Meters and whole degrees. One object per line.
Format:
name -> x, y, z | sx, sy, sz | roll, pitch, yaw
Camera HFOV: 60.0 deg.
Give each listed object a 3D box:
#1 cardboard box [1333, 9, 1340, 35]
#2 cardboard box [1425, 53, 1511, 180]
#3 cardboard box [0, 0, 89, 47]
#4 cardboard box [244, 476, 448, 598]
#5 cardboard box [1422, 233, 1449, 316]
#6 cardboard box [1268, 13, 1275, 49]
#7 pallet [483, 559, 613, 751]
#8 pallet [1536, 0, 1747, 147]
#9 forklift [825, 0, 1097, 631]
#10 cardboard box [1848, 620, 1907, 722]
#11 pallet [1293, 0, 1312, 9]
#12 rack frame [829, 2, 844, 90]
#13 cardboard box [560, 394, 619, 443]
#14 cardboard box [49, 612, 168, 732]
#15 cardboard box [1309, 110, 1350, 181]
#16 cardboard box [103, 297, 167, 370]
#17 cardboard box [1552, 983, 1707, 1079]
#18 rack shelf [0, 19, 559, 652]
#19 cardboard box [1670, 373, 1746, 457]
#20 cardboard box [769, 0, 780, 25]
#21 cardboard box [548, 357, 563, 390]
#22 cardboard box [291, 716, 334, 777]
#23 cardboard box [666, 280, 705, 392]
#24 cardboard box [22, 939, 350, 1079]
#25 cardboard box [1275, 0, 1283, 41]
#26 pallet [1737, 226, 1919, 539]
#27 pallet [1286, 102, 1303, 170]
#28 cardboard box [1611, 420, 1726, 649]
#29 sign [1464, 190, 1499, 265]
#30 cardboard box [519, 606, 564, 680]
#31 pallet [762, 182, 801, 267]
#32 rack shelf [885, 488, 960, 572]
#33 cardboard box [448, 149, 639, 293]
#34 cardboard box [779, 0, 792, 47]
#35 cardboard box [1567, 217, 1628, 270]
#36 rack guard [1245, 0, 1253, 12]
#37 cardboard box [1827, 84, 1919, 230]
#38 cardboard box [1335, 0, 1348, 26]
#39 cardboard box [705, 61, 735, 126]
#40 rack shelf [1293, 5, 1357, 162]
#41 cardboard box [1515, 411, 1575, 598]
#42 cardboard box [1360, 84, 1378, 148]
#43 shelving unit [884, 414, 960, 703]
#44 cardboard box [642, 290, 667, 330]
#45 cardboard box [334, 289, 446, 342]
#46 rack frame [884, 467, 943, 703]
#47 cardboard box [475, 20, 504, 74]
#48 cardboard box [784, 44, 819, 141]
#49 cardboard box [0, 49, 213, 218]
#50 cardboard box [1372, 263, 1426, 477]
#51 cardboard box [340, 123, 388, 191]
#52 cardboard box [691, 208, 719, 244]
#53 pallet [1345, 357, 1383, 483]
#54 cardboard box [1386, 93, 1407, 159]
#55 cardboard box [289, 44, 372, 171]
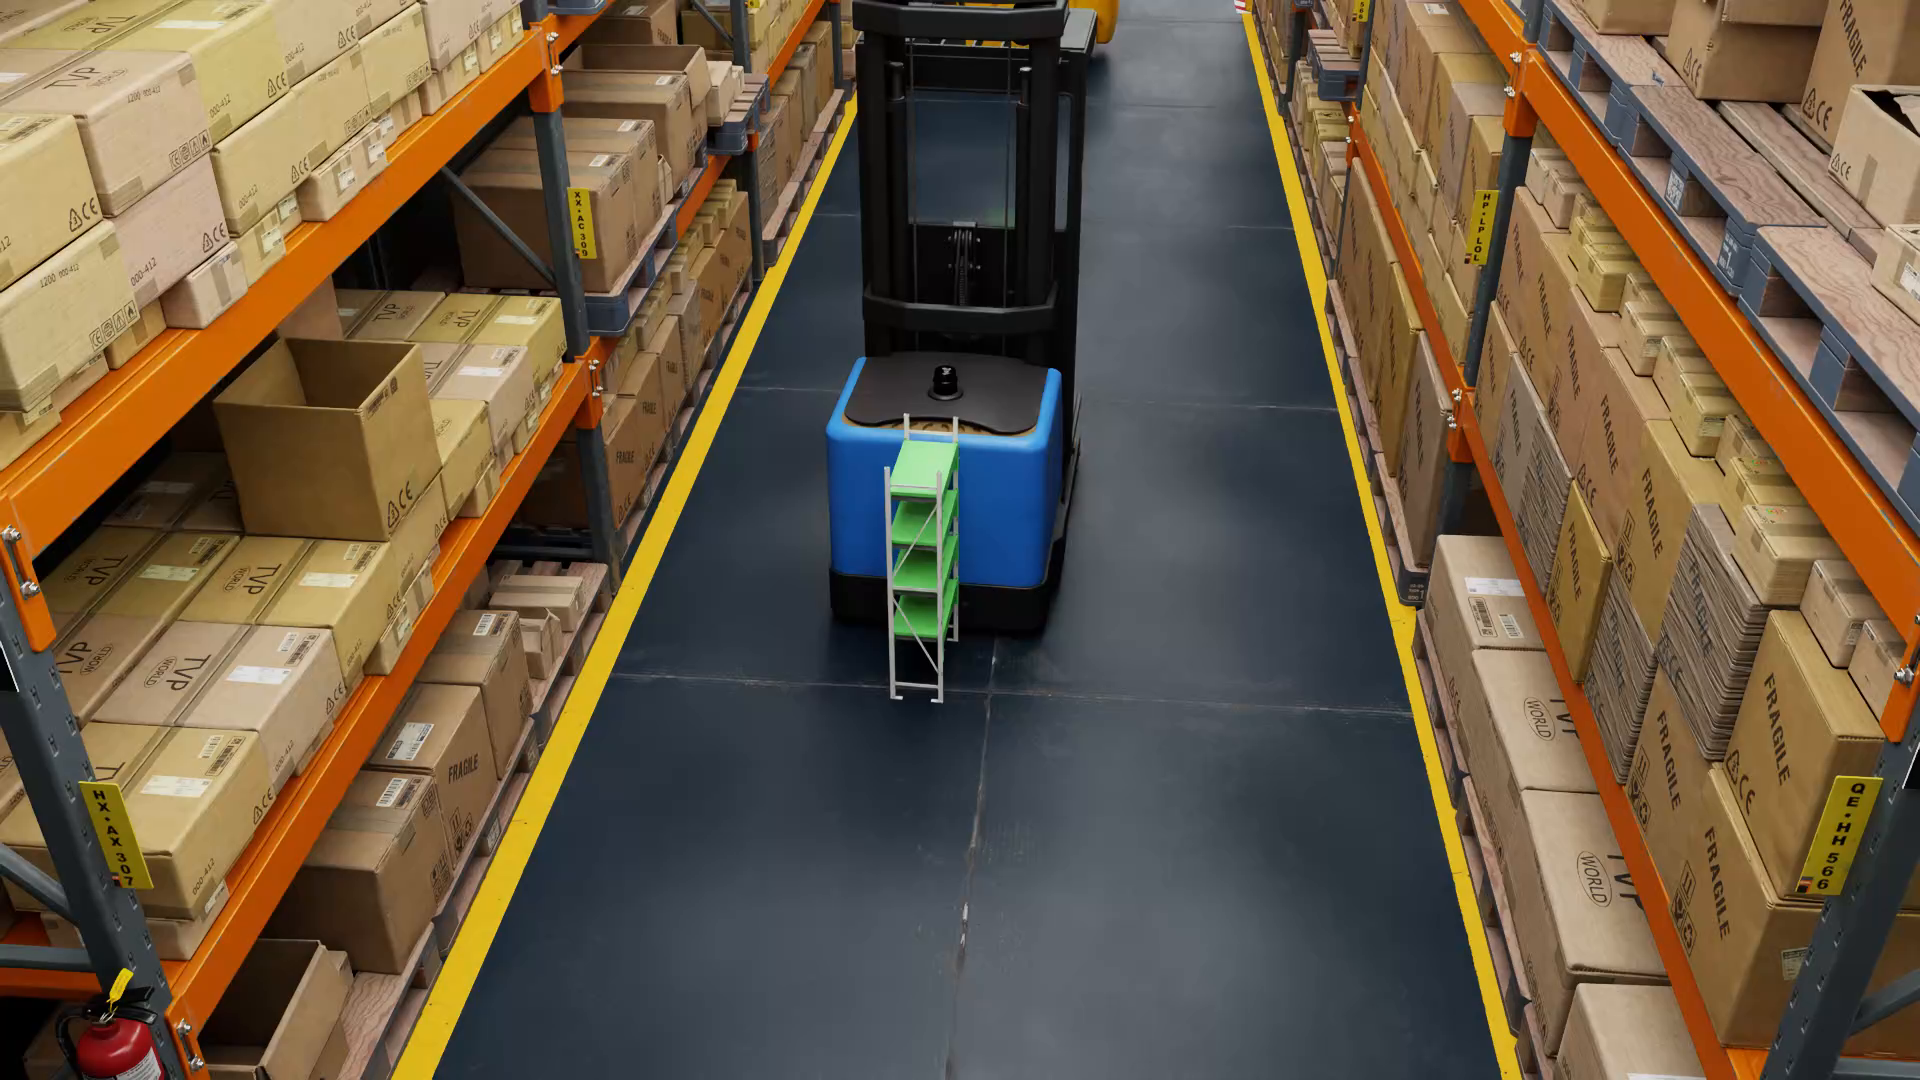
cardboard box -> 2.809, -3.589, 11.553 | 0.380, 0.149, 0.250 | 1, 32, 2
cardboard box -> 2.618, -2.083, 8.223 | 0.500, 0.500, 0.500 | 3, 32, 5
cardboard box -> -2.704, -1.293, 4.513 | 0.500, 0.250, 0.500 | 3, 32, 4
cardboard box -> -2.132, -0.040, 5.815 | 0.500, 0.250, 0.500 | 2, 32, 3
cardboard box -> 2.565, -1.283, 8.116 | 0.500, 0.250, 0.500 | 2, 32, 3
cardboard box -> 3.248, -4.892, 16.050 | 0.500, 0.250, 0.500 | 3, 32, 5
pallet -> -2.268, 0.501, 7.737 | 1.003, 0.211, 1.213 | 2, 32, 4
pallet -> 2.660, -1.647, 5.790 | 1.003, 0.211, 1.213 | 2, 32, 4
forklift -> 0.087, -1.571, 8.506 | 1.130, 2.935, 3.031 | 4, 32, 7
cardboard box -> 2.241, 0.315, 3.713 | 0.380, 0.149, 0.250 | 3, 32, 5
pallet -> 3.181, -4.544, 13.447 | 1.003, 0.211, 1.213 | 2, 32, 4
rack frame -> -1.560, -5.229, 14.376 | 1.000, 3.000, 0.127 | 2, 32, 4
cardboard box -> -1.916, -0.613, 8.249 | 0.380, 0.149, 0.250 | 4, 32, 6
cardboard box -> -2.720, 0.462, 5.001 | 0.500, 0.250, 0.500 | 3, 32, 4
cardboard box -> 3.238, -3.065, 12.969 | 0.950, 0.372, 0.625 | 3, 32, 6
cardboard box -> -2.246, -0.552, 4.168 | 0.380, 0.149, 0.250 | 3, 32, 4
cardboard box -> 2.365, 1.819, 4.982 | 0.875, 0.438, 0.875 | 1, 32, 2
rack shelf -> -2.374, -0.971, 5.292 | 1.077, 0.370, 4.000 | 2, 32, 4
cardboard box -> 2.290, -0.354, 4.799 | 0.380, 0.149, 0.250 | 3, 32, 5
cardboard box -> -1.564, -3.770, 11.674 | 0.500, 0.250, 0.500 | 3, 32, 6
cardboard box -> -1.985, -0.761, 7.366 | 0.380, 0.149, 0.250 | 3, 32, 5
cardboard box -> -2.193, 0.589, 5.174 | 0.380, 0.149, 0.250 | 3, 32, 6
cardboard box -> -1.820, -1.214, 9.843 | 0.500, 0.500, 0.500 | 1, 32, 2
cardboard box -> -2.392, 1.614, 5.251 | 0.797, 0.503, 0.637 | 1, 32, 2
cardboard box -> 3.208, -4.933, 15.402 | 0.500, 0.500, 0.500 | 3, 32, 5
pallet -> 2.461, -0.372, 3.719 | 1.003, 0.211, 1.213 | 2, 32, 4
pallet -> 3.326, -3.425, 14.106 | 1.003, 0.211, 1.213 | 2, 32, 4
cardboard box -> 2.270, -0.008, 4.855 | 0.500, 0.500, 0.500 | 2, 32, 4
sign -> 2.195, -1.313, 6.993 | 0.100, 0.325, 0.005 | 2, 32, 4
cardboard box -> -1.993, 0.430, 7.399 | 0.396, 0.266, 0.258 | 4, 32, 6
pallet -> -1.779, -2.379, 12.409 | 1.003, 0.211, 1.213 | 2, 32, 4
rack shelf -> -0.162, -0.059, 7.367 | 0.258, 0.148, 0.480 | 4, 32, 7
cardboard box -> -1.949, -1.510, 7.846 | 0.700, 0.500, 0.500 | 3, 32, 5
cardboard box -> -1.525, -3.827, 12.245 | 0.500, 0.250, 0.500 | 1, 32, 2
cardboard box -> 2.387, -1.028, 5.893 | 0.380, 0.149, 0.250 | 2, 32, 4
rack guard -> 3.707, -6.007, 18.020 | 1.175, 0.500, 0.348 | 2, 32, 4
cardboard box -> 2.583, -0.985, 4.219 | 0.500, 0.311, 0.500 | 3, 32, 5
cardboard box -> 2.853, -3.796, 11.271 | 0.500, 0.500, 0.500 | 2, 32, 3
cardboard box -> -1.648, -2.687, 9.993 | 0.500, 0.250, 0.500 | 1, 32, 2
rack shelf -> 3.225, -3.667, 12.527 | 1.077, 0.370, 4.000 | 2, 32, 4
cardboard box -> 2.346, -0.121, 5.992 | 0.500, 0.500, 0.500 | 3, 32, 4
cardboard box -> 2.772, -2.618, 10.282 | 0.500, 0.250, 0.500 | 2, 32, 3
shelving unit -> -0.162, 0.090, 7.460 | 0.258, 1.200, 0.503 | 4, 32, 7
cardboard box -> -1.873, -1.298, 9.361 | 0.380, 0.149, 0.250 | 4, 32, 6
cardboard box -> -2.520, -0.861, 7.148 | 0.500, 0.250, 0.500 | 2, 32, 3
rack frame -> -0.196, 0.217, 7.254 | 0.240, 1.200, 0.015 | 4, 32, 7
cardboard box -> -1.969, -1.887, 6.334 | 0.380, 0.149, 0.250 | 2, 32, 4
cardboard box -> -1.662, -3.718, 13.787 | 0.875, 0.625, 0.625 | 2, 32, 3
cardboard box -> -2.190, -0.993, 4.026 | 0.500, 0.250, 0.500 | 2, 32, 4
cardboard box -> 2.773, -0.910, 8.993 | 0.875, 0.875, 0.875 | 3, 32, 5
cardboard box -> -2.042, -1.209, 5.233 | 0.380, 0.149, 0.250 | 3, 32, 5
cardboard box -> -1.730, -1.979, 10.466 | 0.380, 0.149, 0.250 | 1, 32, 2
pallet -> 2.821, -0.695, 9.676 | 1.003, 0.211, 1.213 | 2, 32, 4
cardboard box -> 2.679, -2.292, 9.276 | 0.500, 0.250, 0.500 | 2, 32, 4
cardboard box -> -2.134, -1.319, 5.032 | 0.500, 0.250, 0.500 | 2, 32, 3
